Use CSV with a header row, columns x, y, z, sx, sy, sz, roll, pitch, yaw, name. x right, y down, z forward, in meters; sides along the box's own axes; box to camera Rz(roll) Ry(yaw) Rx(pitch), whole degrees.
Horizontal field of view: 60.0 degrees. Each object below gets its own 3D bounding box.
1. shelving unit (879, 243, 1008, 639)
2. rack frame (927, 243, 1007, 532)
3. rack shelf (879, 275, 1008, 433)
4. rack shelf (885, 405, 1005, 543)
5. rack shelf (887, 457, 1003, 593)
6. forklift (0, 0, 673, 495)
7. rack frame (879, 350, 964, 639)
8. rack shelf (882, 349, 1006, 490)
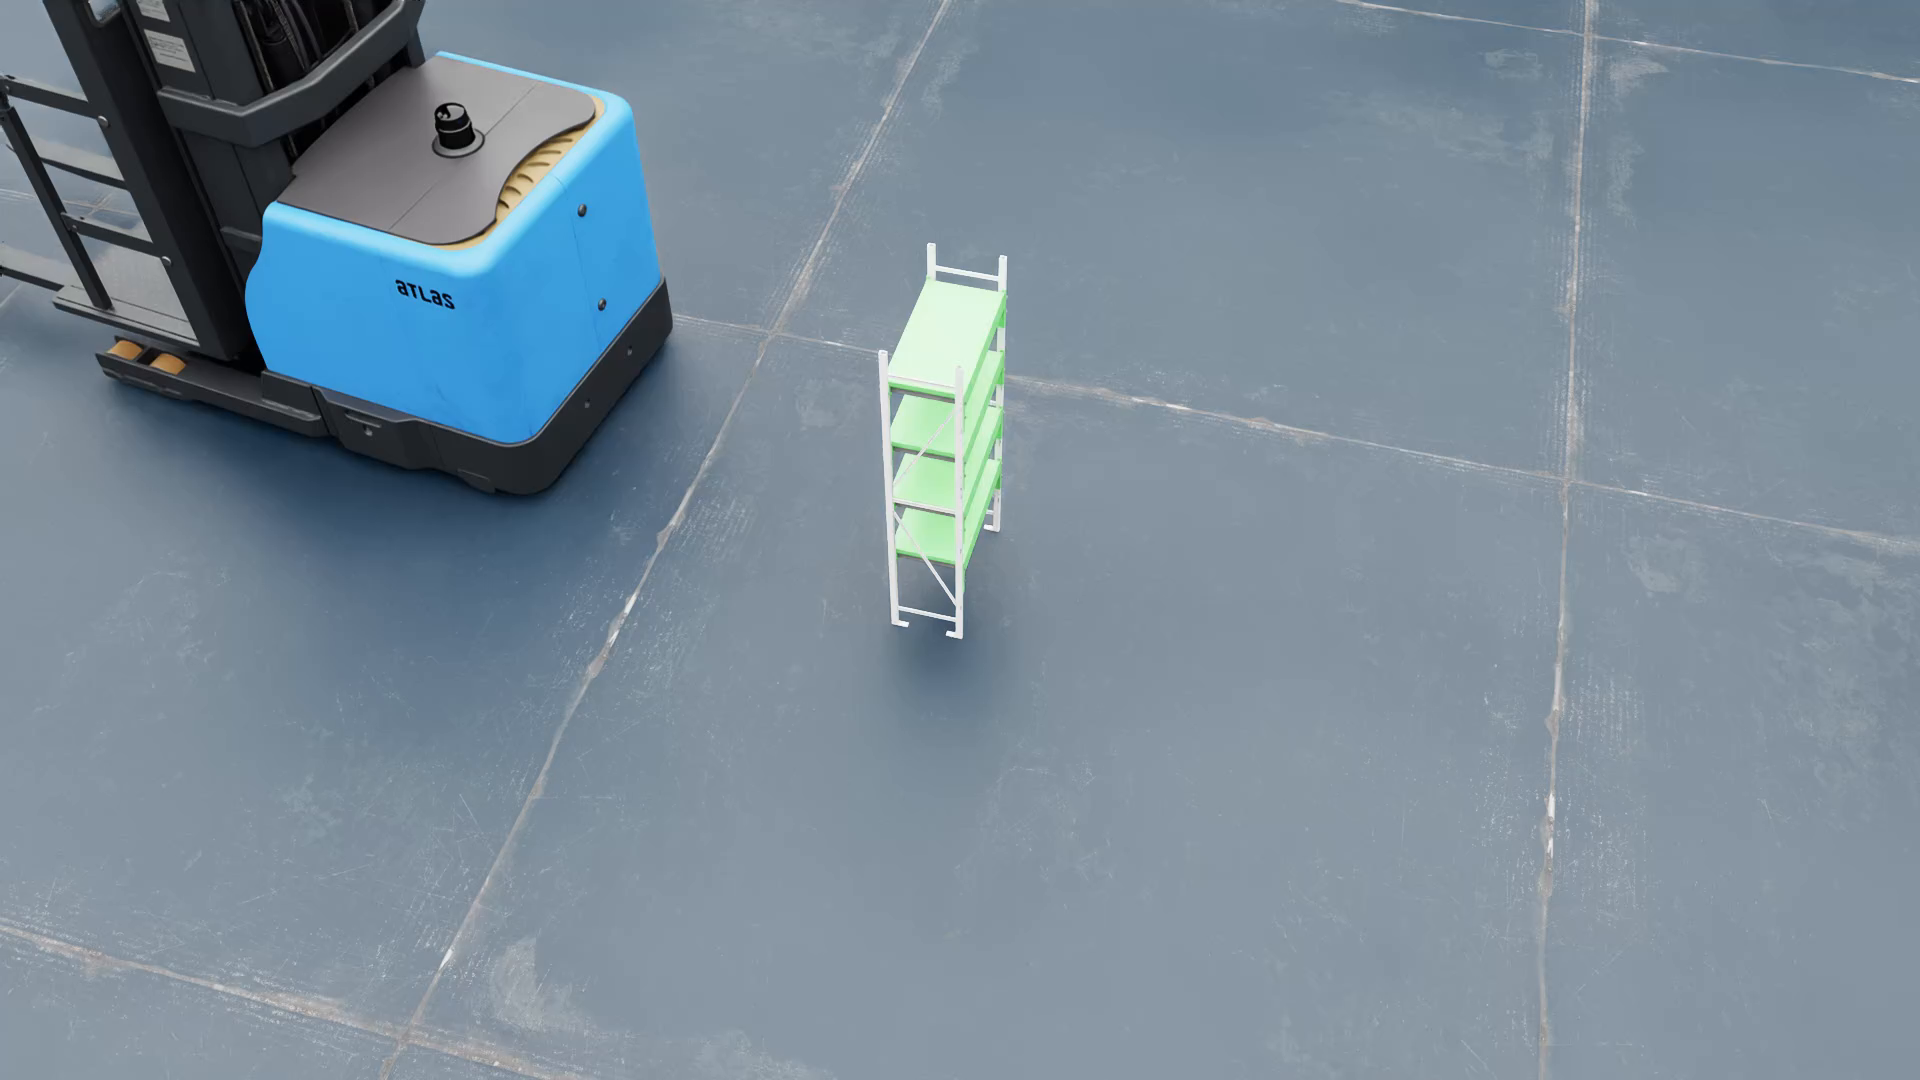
x,y,z,sx,sy,sz,roll,pitch,yaw,name
-0.044,-0.277,5.194,0.258,1.200,0.503,12,50,10,shelving unit
0.021,-0.454,5.350,0.240,1.200,0.015,12,50,10,rack frame
-0.044,-0.553,4.883,0.258,0.148,0.480,12,50,10,rack shelf
-0.044,-0.235,5.242,0.258,0.148,0.480,12,50,10,rack shelf
-0.044,-0.076,5.422,0.258,0.148,0.480,12,50,10,rack shelf
-2.668,-1.848,5.426,3.031,2.935,1.130,17,51,14,forklift
-0.108,-0.101,5.039,0.240,1.200,0.015,12,50,10,rack frame
-0.044,-0.394,5.062,0.258,0.148,0.480,12,50,10,rack shelf
